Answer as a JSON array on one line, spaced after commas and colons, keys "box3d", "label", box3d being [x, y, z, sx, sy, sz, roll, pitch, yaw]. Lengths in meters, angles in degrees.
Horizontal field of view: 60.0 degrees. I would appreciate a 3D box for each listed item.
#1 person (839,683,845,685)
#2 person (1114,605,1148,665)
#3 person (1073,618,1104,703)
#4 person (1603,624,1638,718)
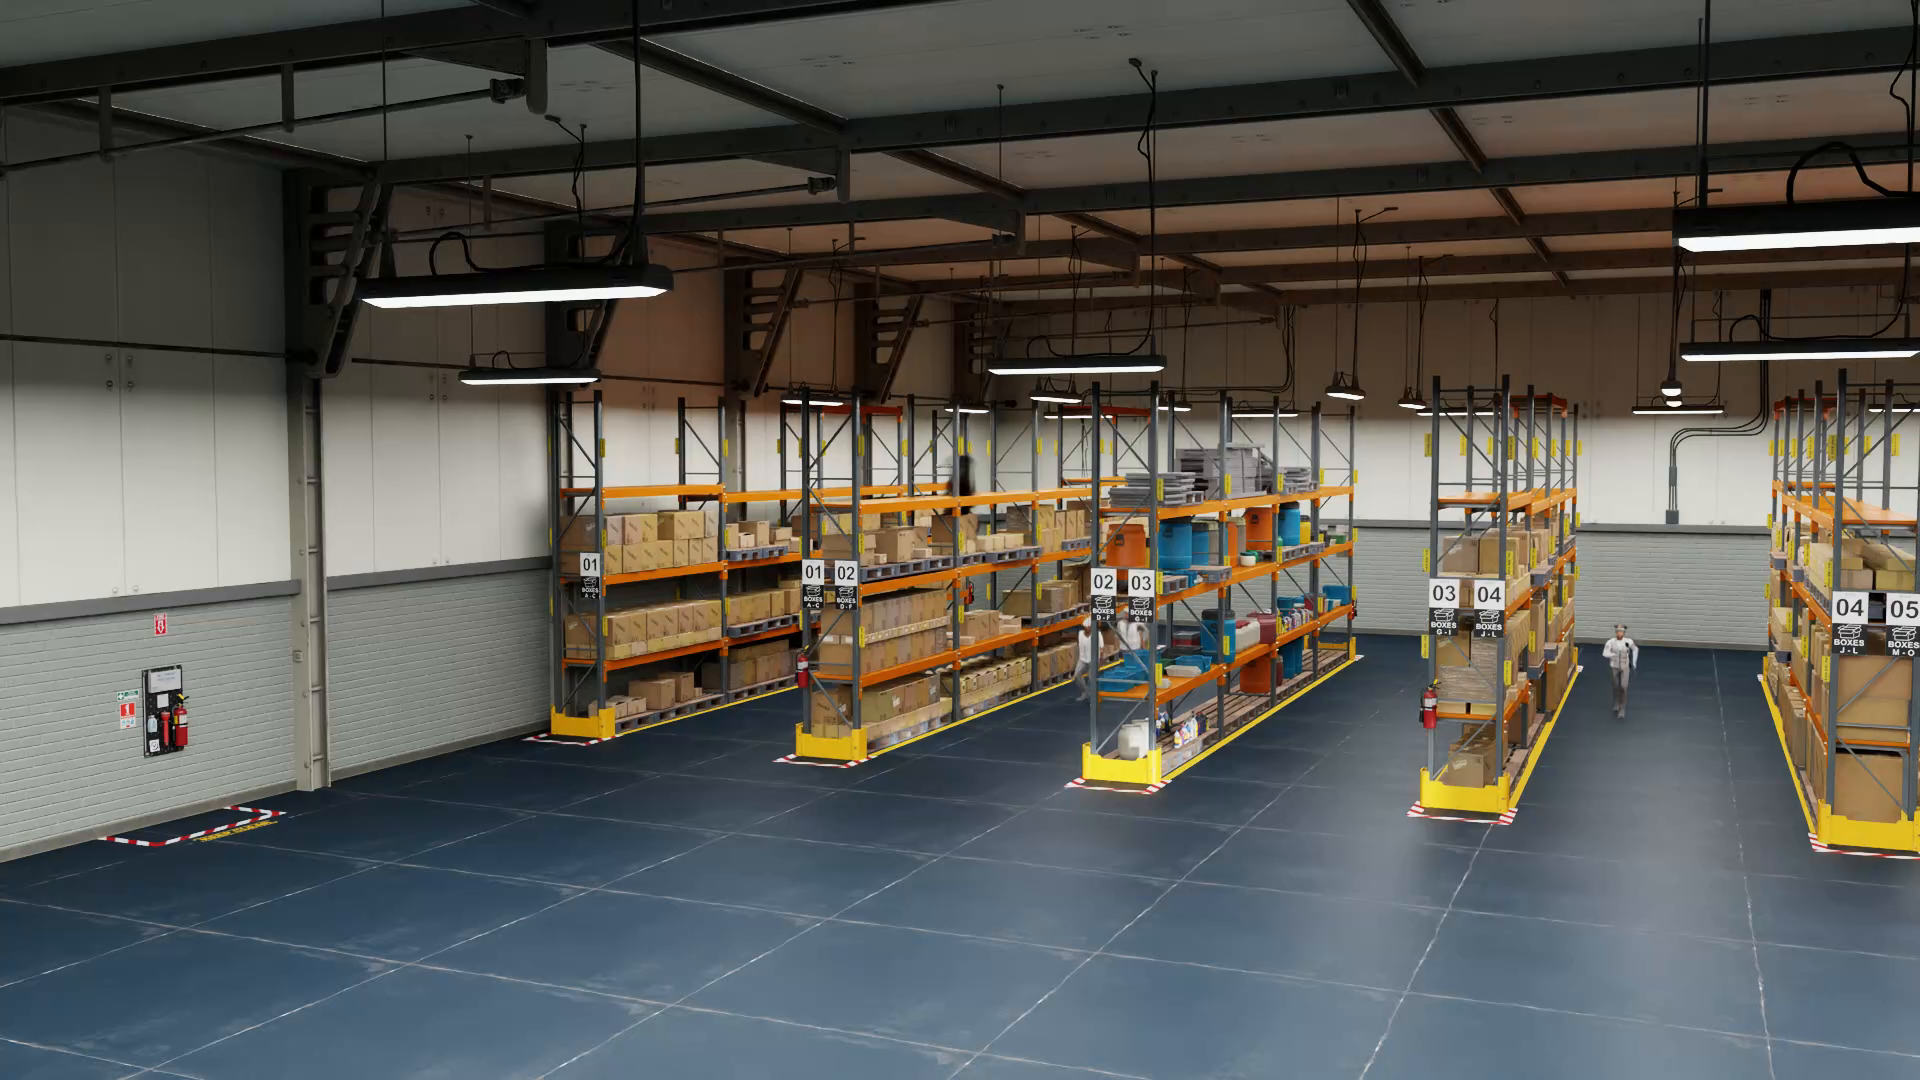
[{"box3d": [-2.058, 2.461, 31.263, 0.542, 1.645, 0.588, -1, 3, -11], "label": "person"}, {"box3d": [3.463, 2.245, 33.976, 0.630, 1.825, 0.831, 2, 4, 26], "label": "person"}, {"box3d": [2.521, 2.347, 32.336, 0.687, 1.706, 0.735, 2, 4, 32], "label": "person"}, {"box3d": [12.373, 2.428, 31.173, 0.600, 1.740, 0.844, 1, 3, 24], "label": "person"}]
